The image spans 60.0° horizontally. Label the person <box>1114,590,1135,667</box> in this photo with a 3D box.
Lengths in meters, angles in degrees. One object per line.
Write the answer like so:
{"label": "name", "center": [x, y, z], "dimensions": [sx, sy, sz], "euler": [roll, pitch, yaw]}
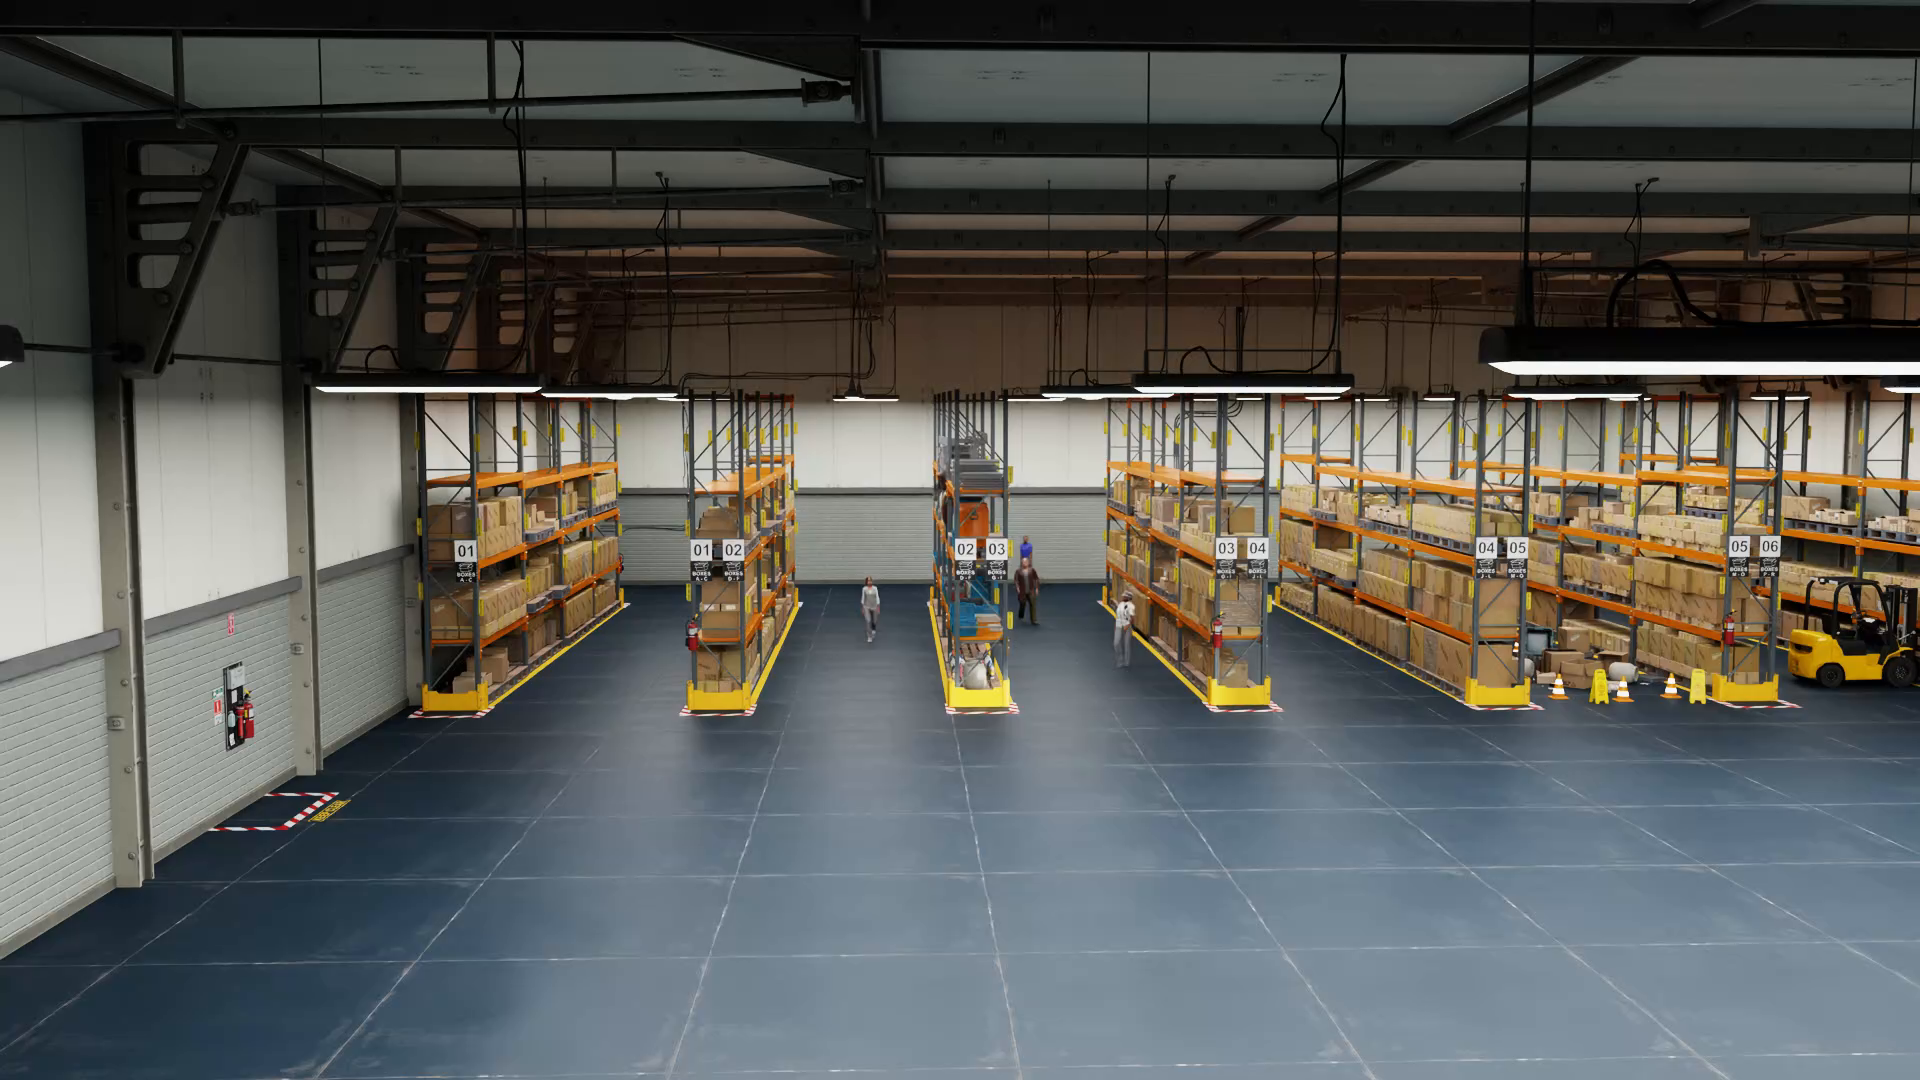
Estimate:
{"label": "person", "center": [3.545, 1.965, 36.244], "dimensions": [0.531, 1.747, 0.611], "euler": [2, 5, 24]}

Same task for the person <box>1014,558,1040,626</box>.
{"label": "person", "center": [1.745, 1.339, 43.166], "dimensions": [0.686, 1.735, 1.074], "euler": [-1, 5, -13]}

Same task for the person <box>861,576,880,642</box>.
{"label": "person", "center": [-2.171, 1.656, 40.188], "dimensions": [0.449, 1.552, 0.703], "euler": [-1, 5, -7]}

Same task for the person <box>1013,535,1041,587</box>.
{"label": "person", "center": [2.090, 0.662, 51.994], "dimensions": [0.886, 1.628, 0.470], "euler": [-3, 6, -33]}
